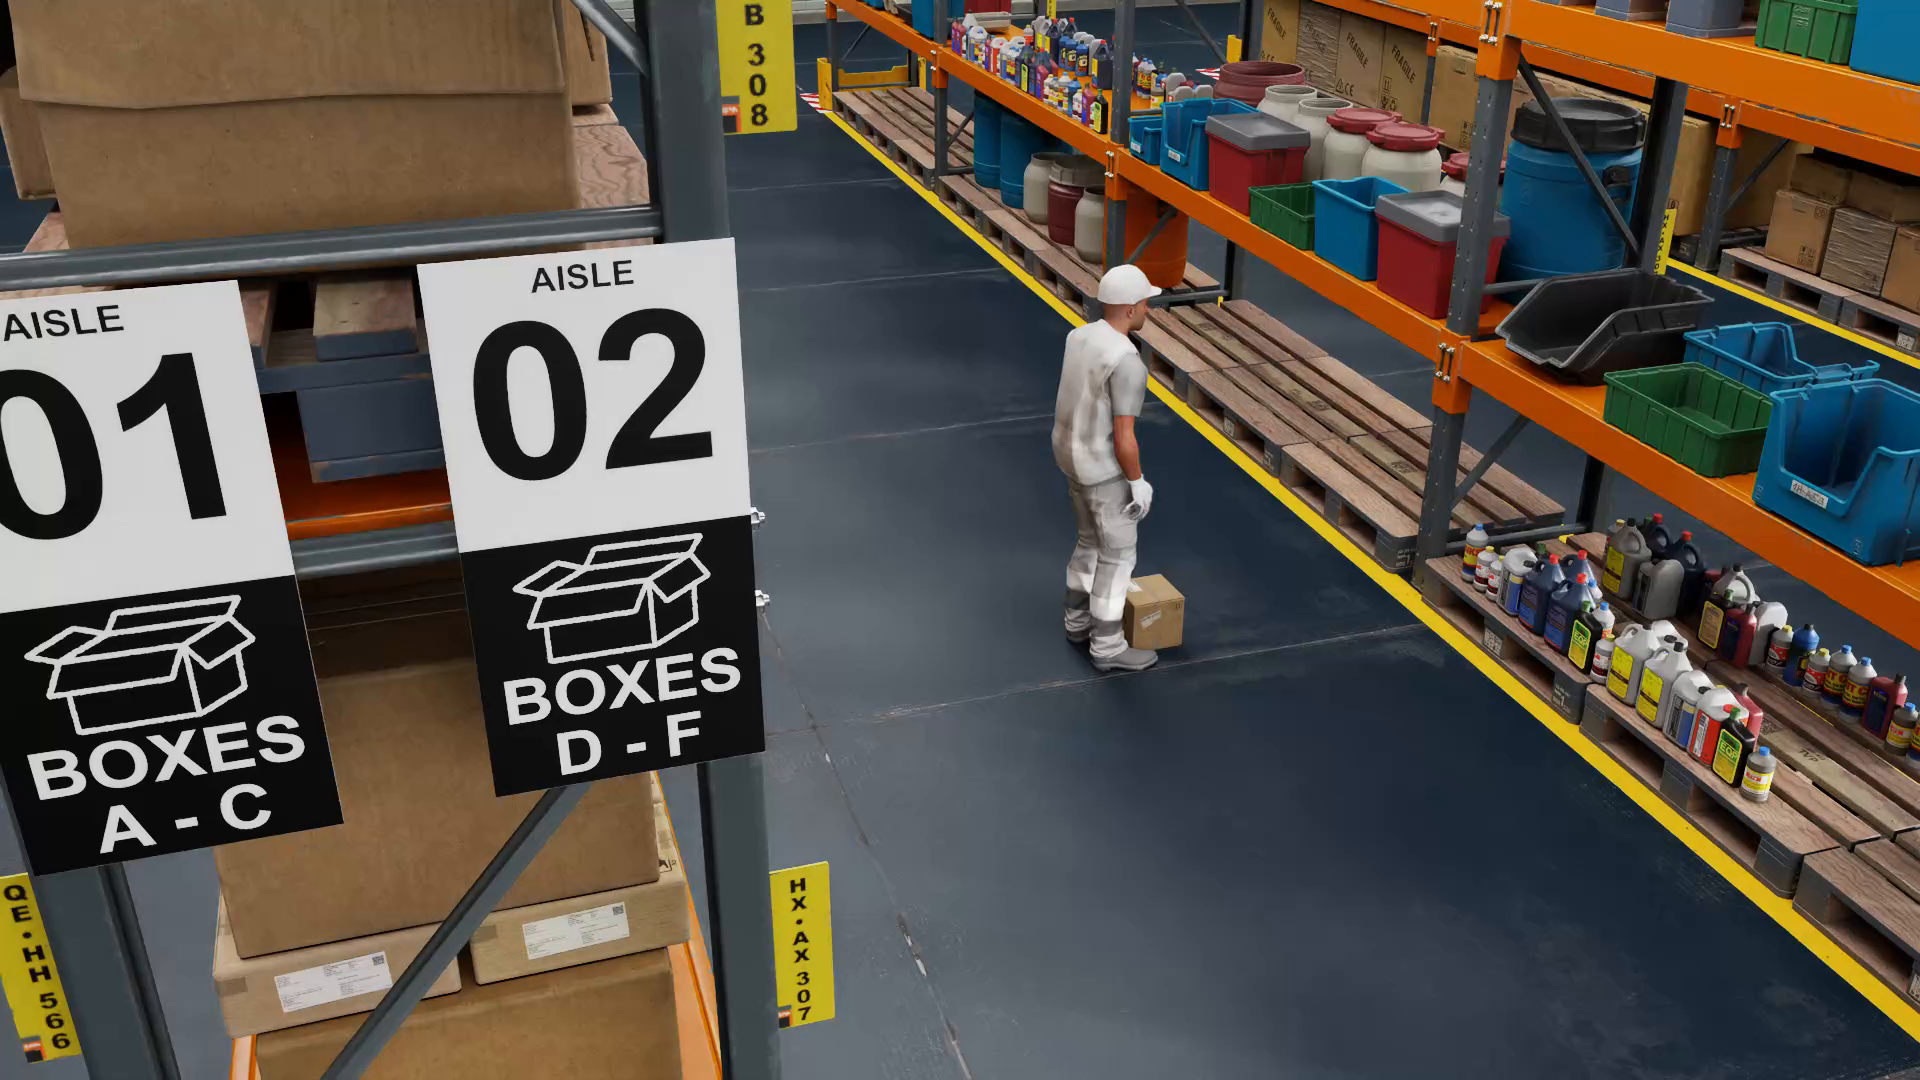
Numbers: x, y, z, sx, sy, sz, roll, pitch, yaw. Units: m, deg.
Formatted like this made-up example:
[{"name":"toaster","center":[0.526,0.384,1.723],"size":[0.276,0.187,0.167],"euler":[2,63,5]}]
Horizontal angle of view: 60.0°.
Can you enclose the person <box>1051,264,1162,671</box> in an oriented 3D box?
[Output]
[{"name":"person","center":[0.642,-0.319,7.247],"size":[0.448,1.779,0.591],"euler":[-10,28,-19]}]
